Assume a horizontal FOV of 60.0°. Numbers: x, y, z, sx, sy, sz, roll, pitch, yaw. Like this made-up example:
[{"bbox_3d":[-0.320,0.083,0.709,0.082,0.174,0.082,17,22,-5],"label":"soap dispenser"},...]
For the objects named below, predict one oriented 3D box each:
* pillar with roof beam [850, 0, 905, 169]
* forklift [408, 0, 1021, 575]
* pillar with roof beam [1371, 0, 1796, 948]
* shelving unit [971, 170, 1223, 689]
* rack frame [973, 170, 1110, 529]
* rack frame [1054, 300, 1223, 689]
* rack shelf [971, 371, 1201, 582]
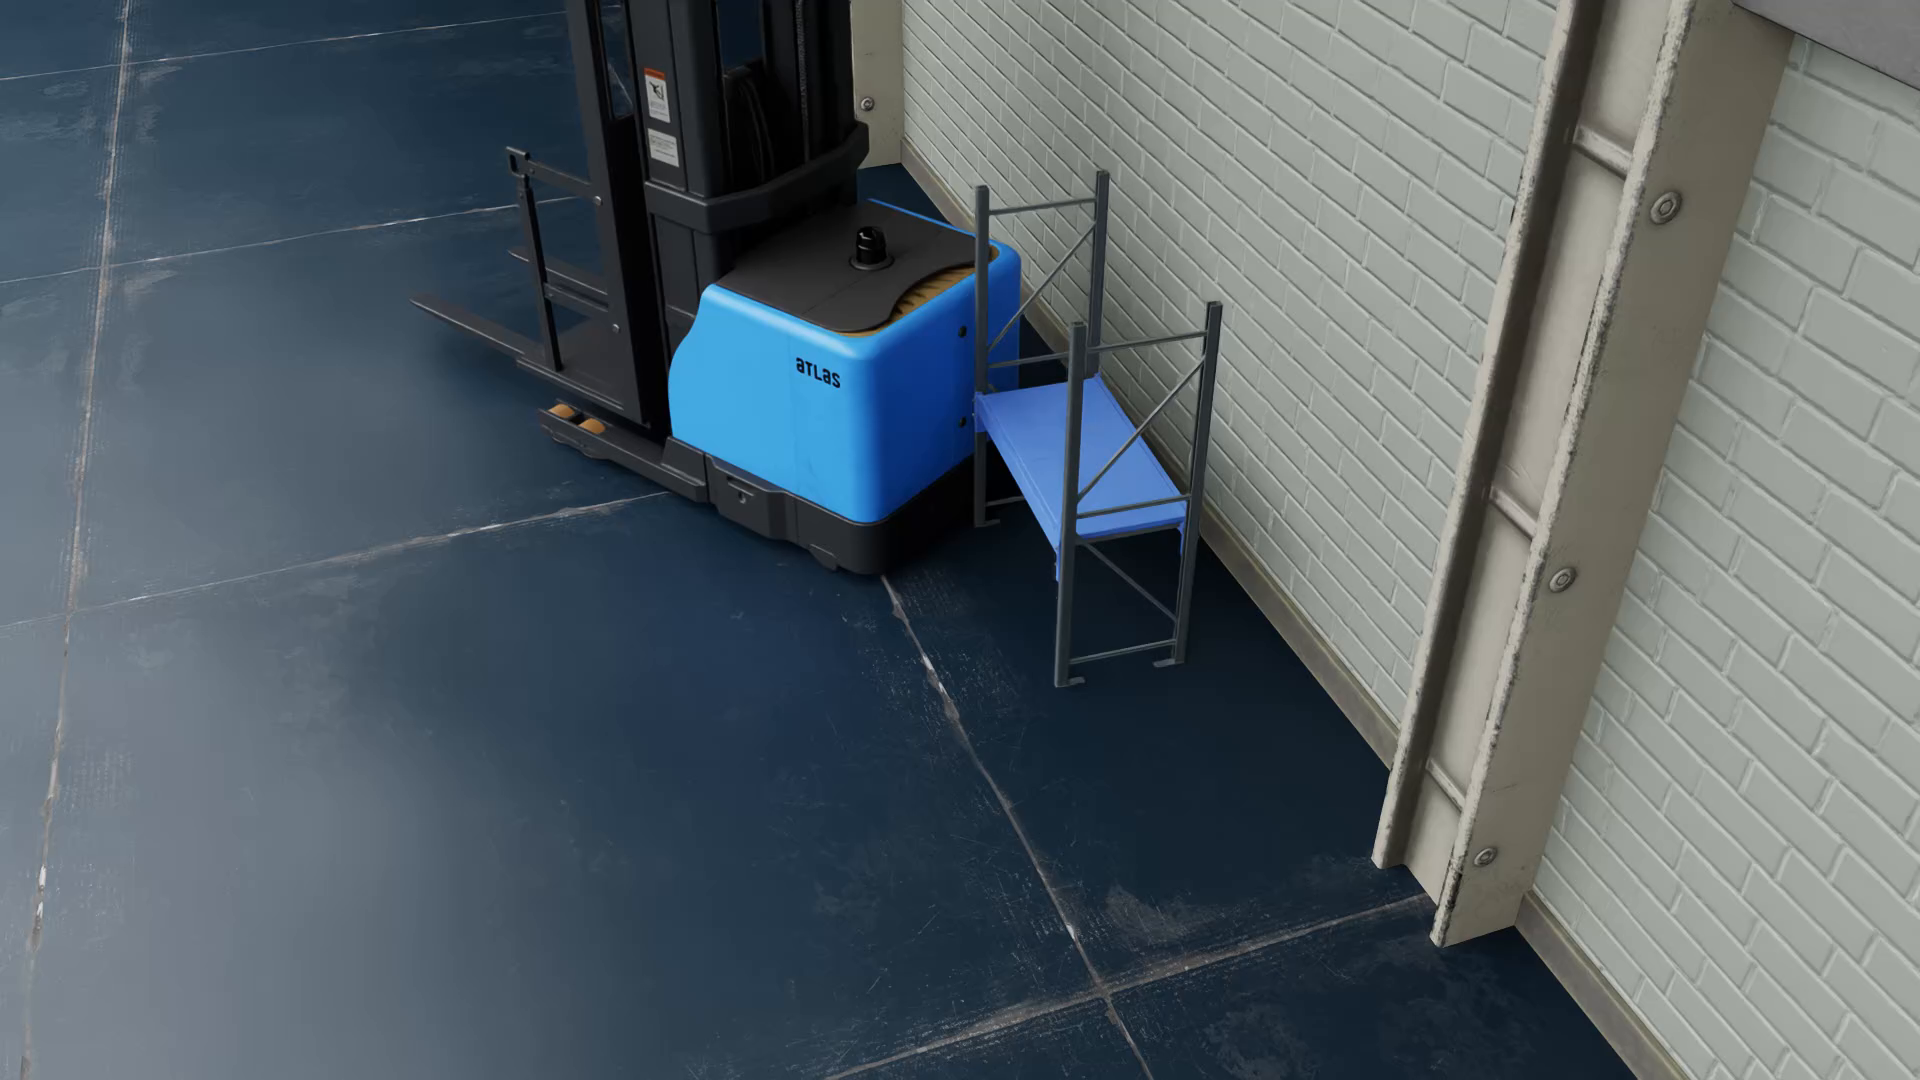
[{"bbox_3d":[-4.565,-4.986,5.890,9.100,9.000,0.400,-12,39,-16],"label":"pillar with roof beam"},{"bbox_3d":[-1.224,-1.756,6.645,3.031,2.935,1.130,25,43,29],"label":"forklift"},{"bbox_3d":[-2.500,-1.596,1.390,9.100,9.000,0.400,-12,39,-16],"label":"pillar with roof beam"},{"bbox_3d":[0.442,-0.403,6.039,0.538,1.500,1.048,-10,38,-13],"label":"shelving unit"},{"bbox_3d":[0.299,-0.697,6.428,0.500,1.500,0.032,-10,38,-13],"label":"rack frame"},{"bbox_3d":[0.586,-0.110,5.649,0.500,1.500,0.032,-10,38,-13],"label":"rack frame"},{"bbox_3d":[0.442,-0.259,6.147,0.538,0.185,1.000,-10,38,-13],"label":"rack shelf"}]
